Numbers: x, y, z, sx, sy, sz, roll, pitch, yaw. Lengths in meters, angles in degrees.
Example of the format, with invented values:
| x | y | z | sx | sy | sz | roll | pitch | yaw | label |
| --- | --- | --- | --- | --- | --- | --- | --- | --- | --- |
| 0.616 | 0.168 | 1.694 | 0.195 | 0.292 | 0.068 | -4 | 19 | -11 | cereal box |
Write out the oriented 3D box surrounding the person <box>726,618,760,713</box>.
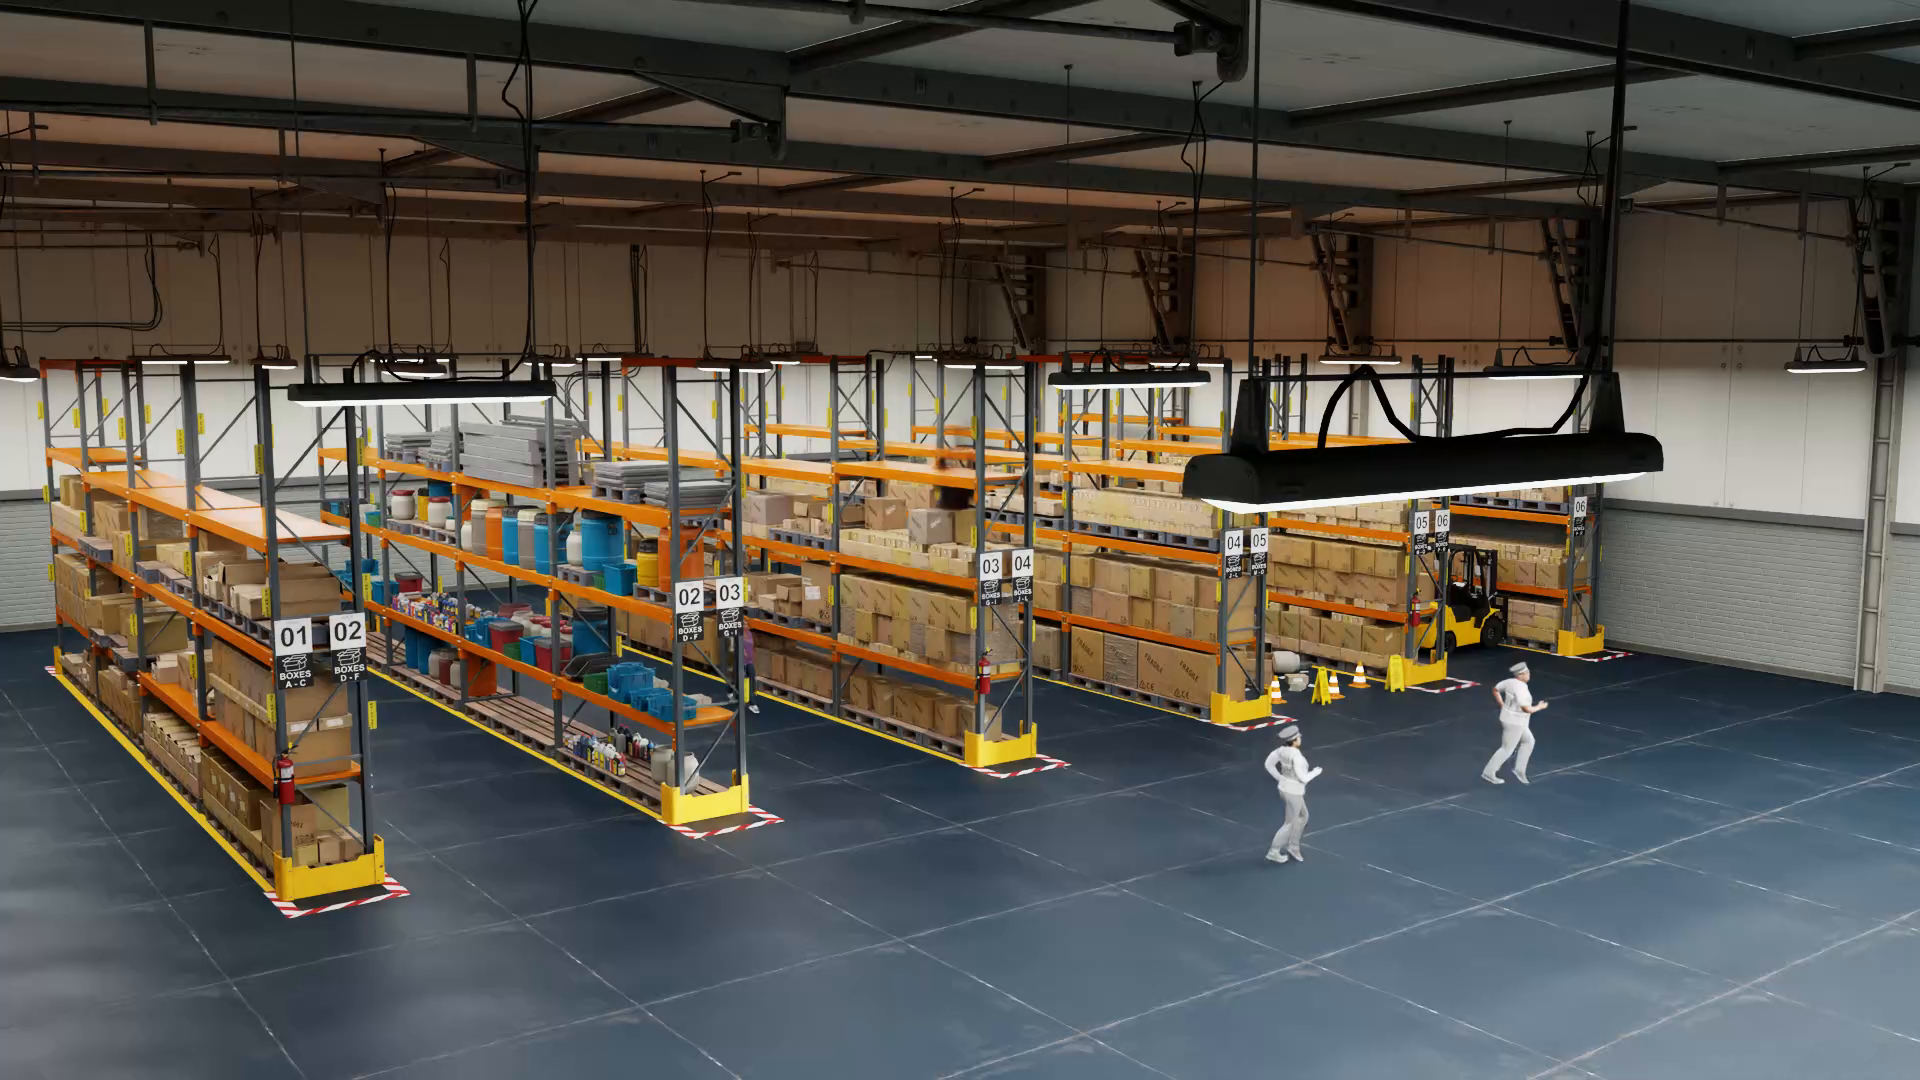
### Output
| x | y | z | sx | sy | sz | roll | pitch | yaw | label |
| --- | --- | --- | --- | --- | --- | --- | --- | --- | --- |
| -3.712 | 2.133 | 28.445 | 0.557 | 1.572 | 0.881 | -6 | 9 | -41 | person |

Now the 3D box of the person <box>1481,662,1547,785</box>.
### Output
| x | y | z | sx | sy | sz | roll | pitch | yaw | label |
| --- | --- | --- | --- | --- | --- | --- | --- | --- | --- |
| 7.869 | 2.630 | 23.657 | 0.911 | 1.825 | 0.673 | 0 | 7 | 4 | person |

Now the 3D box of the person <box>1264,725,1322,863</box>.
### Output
| x | y | z | sx | sy | sz | roll | pitch | yaw | label |
| --- | --- | --- | --- | --- | --- | --- | --- | --- | --- |
| 4.021 | 3.088 | 20.100 | 0.684 | 1.734 | 0.592 | -1 | 7 | -12 | person |
